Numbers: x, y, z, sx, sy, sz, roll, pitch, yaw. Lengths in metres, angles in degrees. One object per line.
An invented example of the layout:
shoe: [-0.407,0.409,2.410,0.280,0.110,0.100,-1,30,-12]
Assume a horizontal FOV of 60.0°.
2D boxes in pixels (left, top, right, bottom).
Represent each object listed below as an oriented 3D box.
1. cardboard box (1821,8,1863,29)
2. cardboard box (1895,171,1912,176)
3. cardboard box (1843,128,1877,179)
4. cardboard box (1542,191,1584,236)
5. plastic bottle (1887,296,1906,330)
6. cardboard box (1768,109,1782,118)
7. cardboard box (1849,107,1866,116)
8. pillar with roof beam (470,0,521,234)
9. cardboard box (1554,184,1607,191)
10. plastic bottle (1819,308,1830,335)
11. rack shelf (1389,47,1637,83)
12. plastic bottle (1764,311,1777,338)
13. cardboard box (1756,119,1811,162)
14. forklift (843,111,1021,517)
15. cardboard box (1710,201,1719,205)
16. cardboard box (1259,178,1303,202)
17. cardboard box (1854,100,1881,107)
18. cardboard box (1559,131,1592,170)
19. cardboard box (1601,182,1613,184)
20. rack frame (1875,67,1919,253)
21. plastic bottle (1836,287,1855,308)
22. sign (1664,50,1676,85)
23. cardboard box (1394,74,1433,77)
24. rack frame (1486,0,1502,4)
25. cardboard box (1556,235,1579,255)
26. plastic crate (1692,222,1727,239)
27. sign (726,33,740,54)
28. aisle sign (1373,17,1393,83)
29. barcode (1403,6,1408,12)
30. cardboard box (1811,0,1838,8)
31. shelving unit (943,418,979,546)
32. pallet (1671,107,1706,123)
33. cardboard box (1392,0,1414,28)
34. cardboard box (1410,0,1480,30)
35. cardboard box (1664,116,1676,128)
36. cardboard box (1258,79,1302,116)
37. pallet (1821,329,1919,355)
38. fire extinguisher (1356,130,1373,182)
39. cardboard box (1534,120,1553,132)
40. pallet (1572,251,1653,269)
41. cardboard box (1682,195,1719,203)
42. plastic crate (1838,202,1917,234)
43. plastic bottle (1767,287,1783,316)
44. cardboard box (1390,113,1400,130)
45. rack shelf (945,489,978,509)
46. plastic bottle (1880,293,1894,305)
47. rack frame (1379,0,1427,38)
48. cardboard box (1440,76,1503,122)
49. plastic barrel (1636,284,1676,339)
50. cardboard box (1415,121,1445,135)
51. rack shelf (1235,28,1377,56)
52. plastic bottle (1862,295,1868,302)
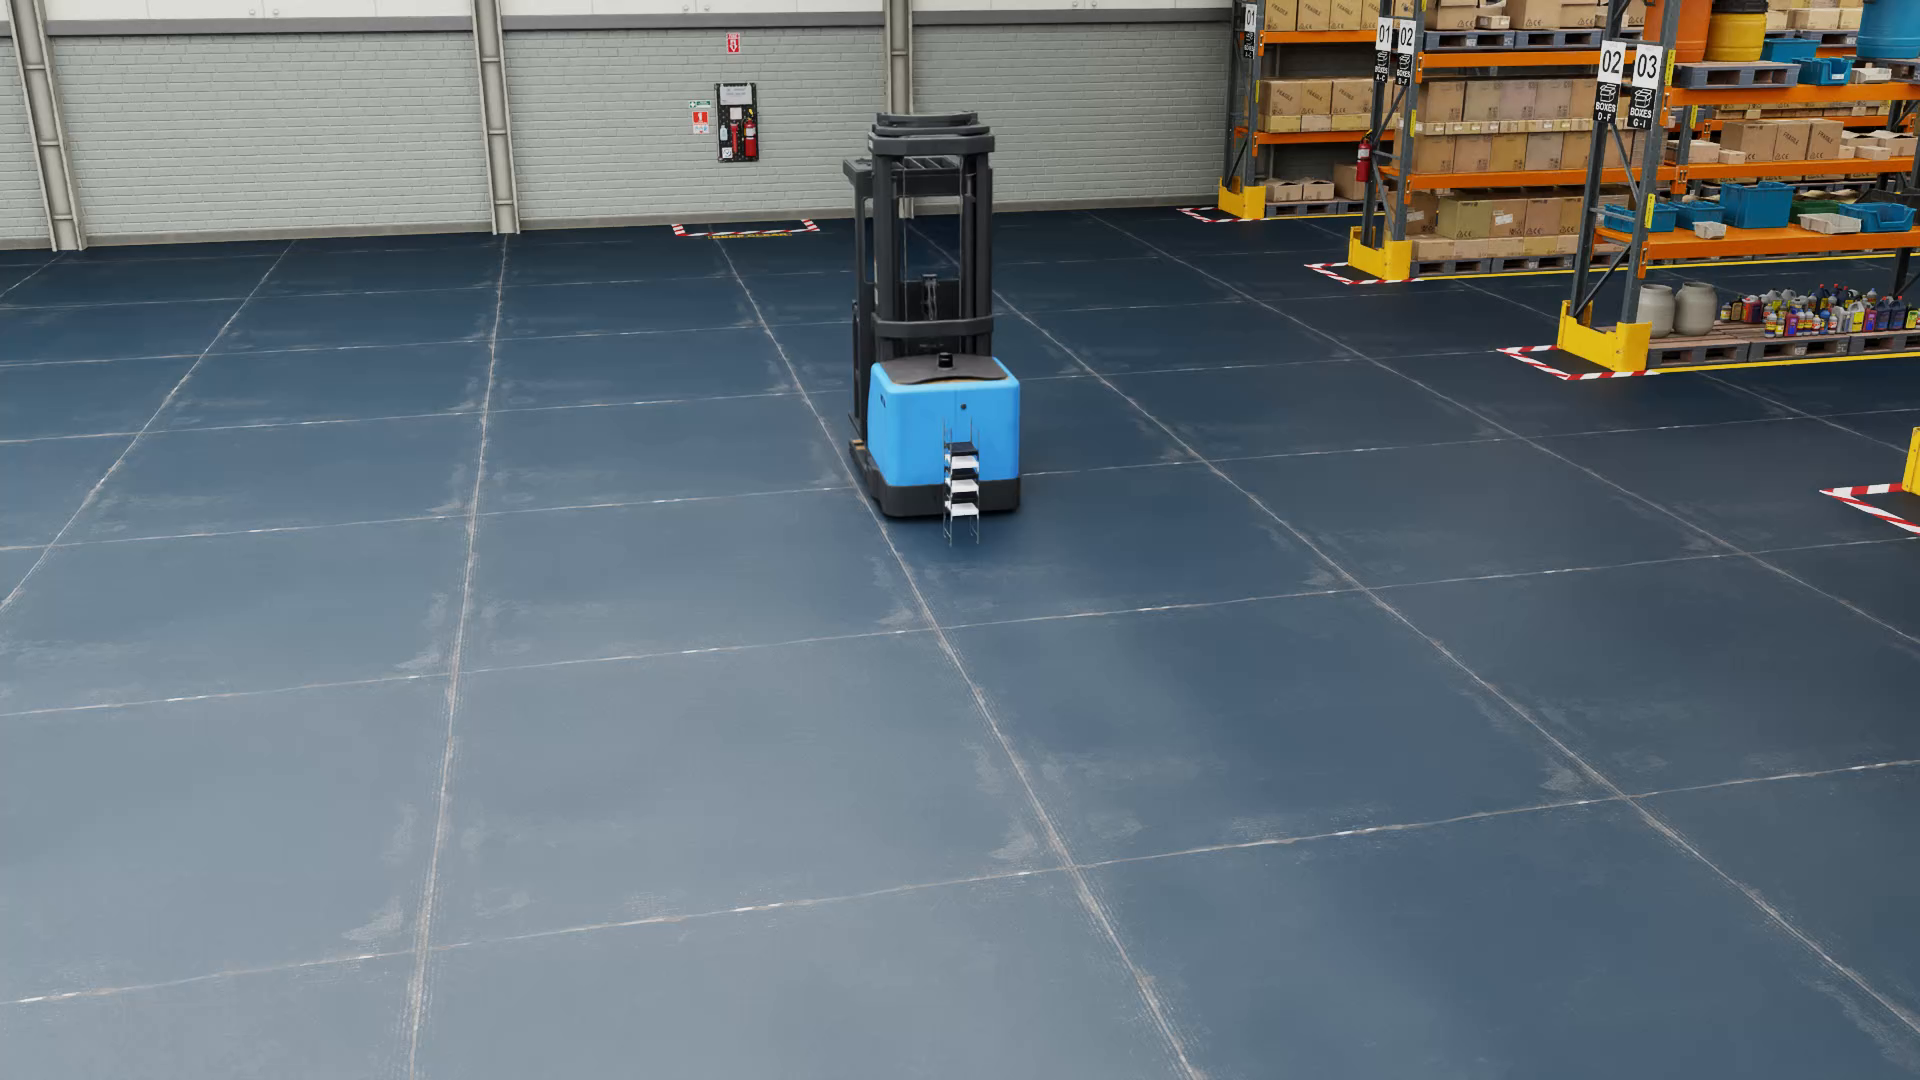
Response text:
cardboard box: [11.846,-6.989,22.279,0.500,0.250,0.500,-5,21,-14]
cardboard box: [16.840,-6.620,29.049,0.500,0.500,0.700,-4,21,-12]
cardboard box: [15.486,-6.665,28.662,0.750,0.750,0.750,-4,21,-12]
cardboard box: [8.071,-4.352,22.132,0.500,0.500,0.500,-5,21,-12]
plastic bottle: [10.023,-2.438,17.820,0.185,0.351,0.144,-5,21,-14]
cardboard box: [13.562,-7.189,27.916,0.250,0.149,0.380,-4,21,-11]
cardboard box: [15.078,-7.268,28.130,0.250,0.149,0.380,-5,21,-12]
pillar with roof beam: [-5.795,-7.393,19.414,0.400,9.000,9.100,-5,21,-12]
cardboard box: [8.439,-4.565,22.712,0.500,0.500,0.500,-5,21,-12]
plastic bottle: [9.155,-2.321,17.618,0.097,0.271,0.097,0,20,0]
rack shelf: [7.500,-6.193,21.545,4.000,0.370,1.077,-5,21,-12]
plastic bottle: [8.526,-2.270,17.479,0.097,0.271,0.097,0,20,0]
cardboard box: [11.198,-5.464,22.725,0.500,0.500,0.500,-5,21,-12]
forklift: [-0.336,-2.024,13.580,1.130,2.935,3.031,-4,21,-11]
cardboard box: [10.395,-4.437,22.639,0.500,0.311,0.500,-5,21,-13]
cardboard box: [5.105,-5.591,26.485,0.500,0.311,0.500,-7,21,-19]
cardboard box: [15.203,-7.603,28.103,0.500,0.500,0.500,-4,21,-12]
cardboard box: [8.015,-5.208,22.026,0.500,0.500,0.700,-4,21,-12]
cardboard box: [10.502,-6.163,27.772,0.500,0.500,0.700,-5,21,-13]
rack frame: [13.339,-5.597,23.234,0.127,3.000,1.000,-5,21,-12]
plastic bottle: [9.735,-2.612,18.295,0.185,0.351,0.144,-5,21,-12]
sign: [6.813,-4.534,15.957,0.005,0.325,0.100,-5,21,-12]
cardboard box: [7.294,-7.223,26.769,0.500,0.500,0.500,-5,21,-13]
rack frame: [8.303,-9.755,25.863,0.127,3.000,1.000,-5,21,-12]
cardboard box: [8.074,-3.996,22.250,0.500,0.250,0.500,-5,21,-12]
plastic crate: [7.635,-3.145,16.923,0.250,0.136,0.298,-5,21,-12]
sign: [-3.391,-7.430,24.868,0.199,0.298,0.001,-5,21,-12]
aisle sign: [5.423,-6.278,21.312,0.004,0.787,0.394,-5,21,-12]
barcode: [5.737,-6.830,21.395,0.075,0.075,0.001,-5,21,-12]
cardboard box: [14.178,-9.117,27.696,0.500,0.500,0.700,-5,21,-13]
shelving unit: [0.008,-0.423,12.162,0.210,0.900,0.258,-5,21,-12]
pallet: [11.527,-7.073,27.541,1.003,0.211,1.213,-5,21,-12]
cardboard box: [6.843,-8.188,25.772,0.500,0.500,0.500,-5,21,-15]
cardboard box: [6.114,-6.728,20.995,0.637,0.503,0.797,-3,20,-9]
cardboard box: [9.231,-5.539,21.986,0.250,0.149,0.380,-5,21,-13]
cardboard box: [4.944,-6.850,25.753,0.500,0.500,0.500,-5,21,-12]
pallet: [9.920,-2.274,18.215,1.213,0.211,1.003,-5,21,-12]
fire extinguisher: [5.332,-5.074,21.917,0.183,0.674,0.296,-5,21,-12]
cardboard box: [7.482,-5.396,21.596,0.250,0.149,0.380,-4,21,-12]
pallet: [8.663,-3.922,22.715,1.213,0.211,1.003,-5,21,-12]
cardboard box: [10.280,-4.621,23.141,0.500,0.311,0.500,-4,21,-11]
plastic crate: [9.568,-3.374,17.381,0.616,0.251,0.499,-5,21,-12]
plastic bottle: [8.924,-2.597,18.254,0.185,0.351,0.144,-4,20,-10]
cardboard box: [6.939,-6.657,26.315,0.500,0.250,0.500,-5,21,-13]
rack shelf: [0.008,-0.307,12.204,0.200,0.077,0.258,-5,21,-12]
plastic bottle: [9.989,-2.486,17.951,0.185,0.351,0.144,-5,21,-12]
rack frame: [5.554,-7.781,20.473,0.127,3.000,1.000,-5,21,-12]
cardboard box: [6.573,-5.700,21.484,0.500,0.500,0.700,-5,21,-14]
plastic barrel: [7.313,-2.412,17.546,0.421,0.512,0.421,0,20,0]
cardboard box: [5.986,-5.275,21.264,0.250,0.149,0.380,-5,21,-13]
rack shelf: [6.357,-7.851,26.071,4.000,0.370,1.077,-5,21,-12]
plastic bottle: [10.073,-2.628,18.558,0.097,0.201,0.097,0,20,0]
